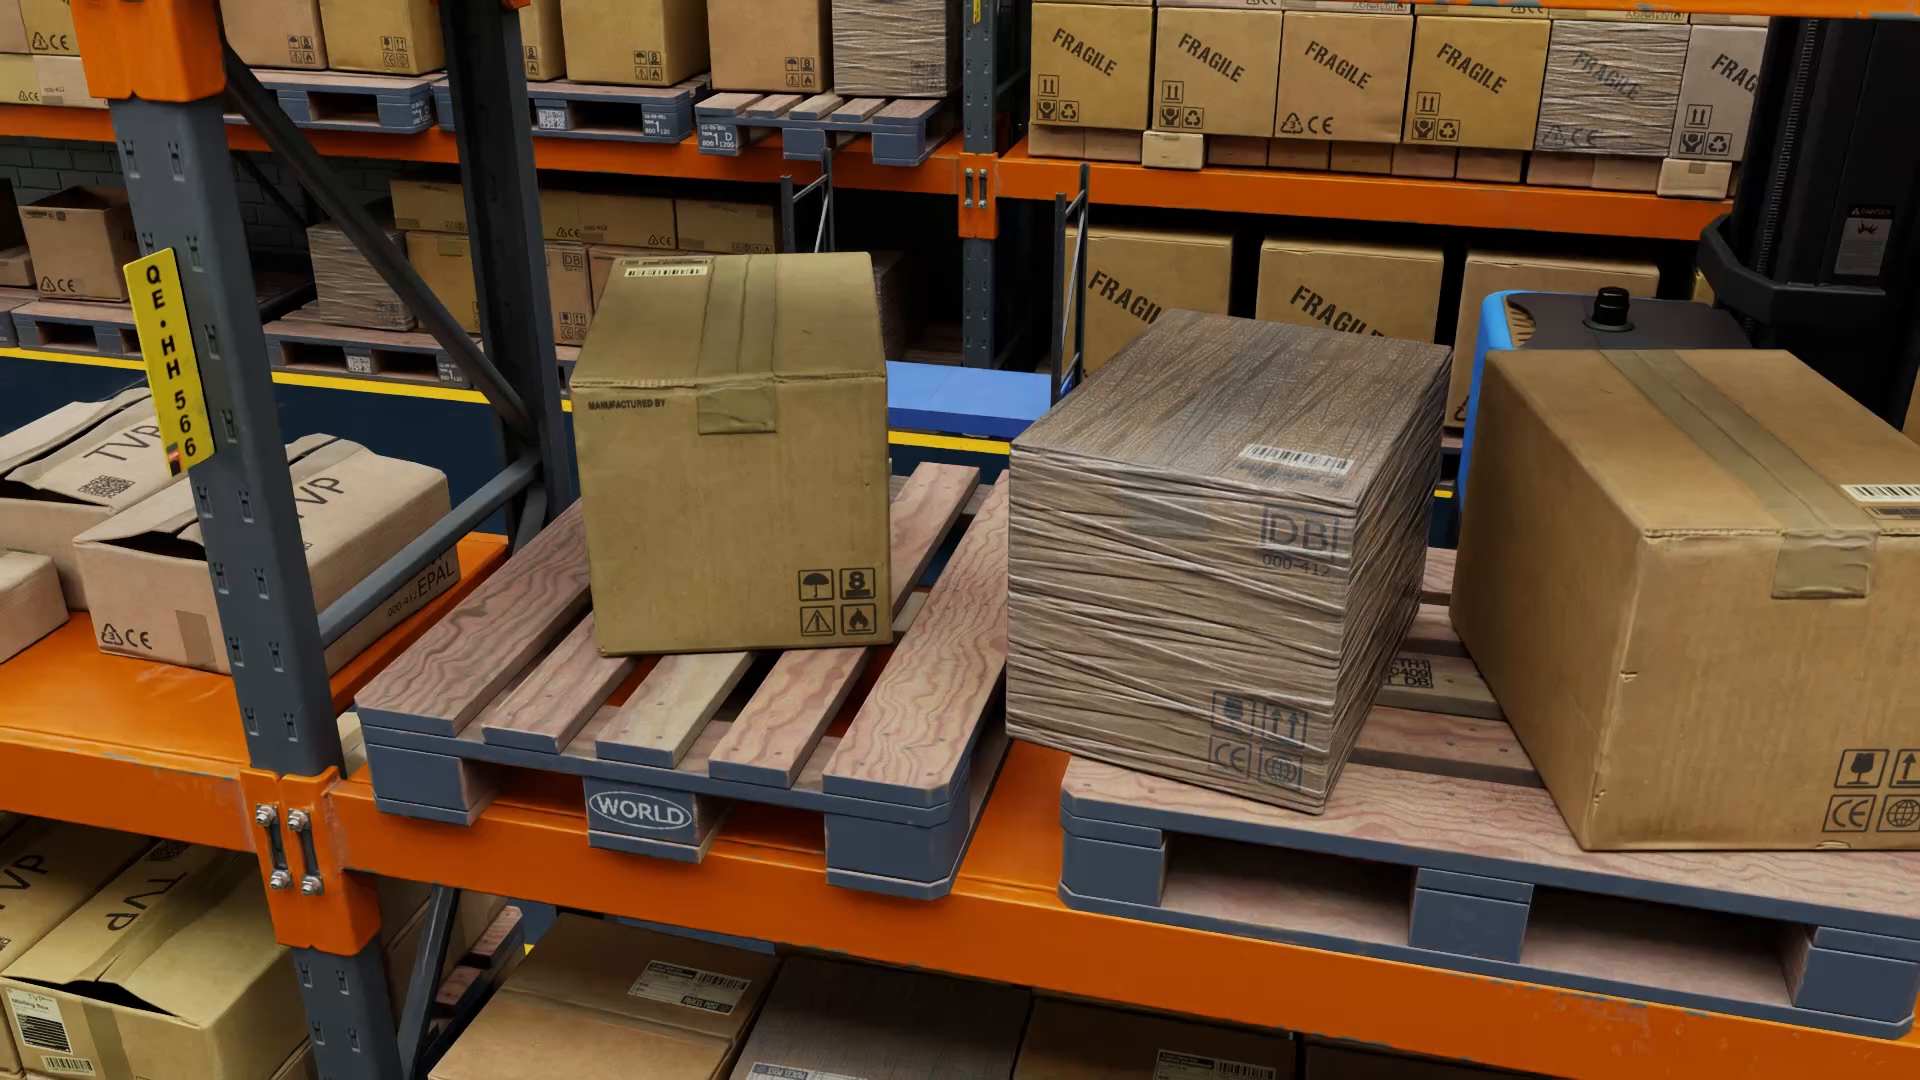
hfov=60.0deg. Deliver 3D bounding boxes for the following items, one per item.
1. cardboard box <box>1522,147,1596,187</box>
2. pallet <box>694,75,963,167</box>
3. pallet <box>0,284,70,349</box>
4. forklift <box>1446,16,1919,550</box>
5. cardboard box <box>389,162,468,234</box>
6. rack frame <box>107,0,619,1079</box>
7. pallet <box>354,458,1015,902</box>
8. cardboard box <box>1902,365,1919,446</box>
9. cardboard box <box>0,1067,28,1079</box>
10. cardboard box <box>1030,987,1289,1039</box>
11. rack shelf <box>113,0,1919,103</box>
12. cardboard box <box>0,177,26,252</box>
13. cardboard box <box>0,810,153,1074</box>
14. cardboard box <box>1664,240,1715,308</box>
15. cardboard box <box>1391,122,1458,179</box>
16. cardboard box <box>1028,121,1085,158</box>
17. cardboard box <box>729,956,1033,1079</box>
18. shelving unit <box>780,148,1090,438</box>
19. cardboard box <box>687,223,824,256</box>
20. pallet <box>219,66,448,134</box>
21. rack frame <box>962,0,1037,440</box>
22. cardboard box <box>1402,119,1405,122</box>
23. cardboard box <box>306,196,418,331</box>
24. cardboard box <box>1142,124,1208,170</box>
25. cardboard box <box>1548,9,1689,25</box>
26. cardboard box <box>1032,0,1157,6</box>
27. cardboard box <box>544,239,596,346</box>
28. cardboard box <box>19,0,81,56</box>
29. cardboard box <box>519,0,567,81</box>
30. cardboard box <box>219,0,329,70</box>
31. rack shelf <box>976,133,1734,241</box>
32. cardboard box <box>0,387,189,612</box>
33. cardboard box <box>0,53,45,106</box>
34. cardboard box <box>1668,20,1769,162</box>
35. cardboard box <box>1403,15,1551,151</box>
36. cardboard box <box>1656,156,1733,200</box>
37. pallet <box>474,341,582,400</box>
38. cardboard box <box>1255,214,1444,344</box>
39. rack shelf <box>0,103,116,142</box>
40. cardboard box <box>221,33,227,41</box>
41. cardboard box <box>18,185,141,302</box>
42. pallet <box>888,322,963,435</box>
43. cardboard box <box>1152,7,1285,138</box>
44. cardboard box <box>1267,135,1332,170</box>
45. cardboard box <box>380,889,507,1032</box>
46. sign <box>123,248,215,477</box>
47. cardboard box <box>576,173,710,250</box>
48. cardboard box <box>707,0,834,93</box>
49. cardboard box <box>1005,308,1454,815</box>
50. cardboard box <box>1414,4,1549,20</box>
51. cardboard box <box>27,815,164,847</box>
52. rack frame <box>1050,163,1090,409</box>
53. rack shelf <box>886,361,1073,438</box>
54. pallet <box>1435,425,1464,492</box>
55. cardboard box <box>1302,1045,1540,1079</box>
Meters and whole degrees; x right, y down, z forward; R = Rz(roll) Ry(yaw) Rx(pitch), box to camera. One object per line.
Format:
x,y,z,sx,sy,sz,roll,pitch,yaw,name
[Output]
2.454,-1.572,6.832,0.250,0.149,0.380,6,26,12,cardboard box
-0.519,-1.977,7.637,1.003,0.211,1.213,6,26,13,pallet
-5.521,-1.388,9.420,1.213,0.211,1.003,6,26,13,pallet
3.325,-0.961,5.359,3.031,2.935,1.130,6,26,11,forklift
-2.532,-1.751,8.463,0.500,0.250,0.500,6,26,12,cardboard box
-1.033,0.031,3.196,0.127,3.000,1.000,6,26,13,rack frame
-0.359,0.161,3.146,1.003,0.211,1.213,6,26,13,pallet
1.756,0.033,2.586,0.500,0.500,0.700,11,27,21,cardboard box
-2.103,1.074,3.715,0.500,0.250,0.500,6,26,12,cardboard box
0.433,1.018,3.517,0.500,0.500,0.500,5,26,11,cardboard box
0.904,-0.785,2.256,4.000,0.370,1.077,6,26,13,rack shelf
-5.653,-1.687,9.199,0.500,0.500,0.700,5,26,10,cardboard box
-2.106,0.823,3.590,0.500,0.311,0.500,6,26,12,cardboard box
3.410,-0.838,7.034,0.750,0.750,0.750,7,26,14,cardboard box
1.947,-1.636,6.967,0.250,0.149,0.380,6,26,13,cardboard box
0.459,-1.796,7.302,0.250,0.149,0.380,6,26,12,cardboard box
-0.155,1.182,3.174,0.500,0.500,0.500,5,26,11,cardboard box
-0.083,-0.686,6.447,1.048,1.500,0.538,6,26,13,shelving unit
-0.983,-1.261,8.305,0.500,0.500,0.700,6,26,13,cardboard box
-2.973,-2.231,8.170,1.213,0.211,1.003,6,26,13,pallet
0.197,-2.032,7.529,0.127,3.000,1.000,6,26,13,rack frame
2.077,-1.844,7.403,0.250,0.149,0.380,6,26,12,cardboard box
-2.960,-1.458,8.720,0.500,0.500,0.700,7,26,15,cardboard box
0.937,-1.702,7.104,0.250,0.149,0.380,7,26,15,cardboard box
2.569,-2.188,6.498,0.500,0.250,0.500,7,26,14,cardboard box
0.601,-2.400,6.944,0.500,0.250,0.500,7,26,14,cardboard box
-1.962,-1.353,8.498,0.500,0.500,0.700,7,26,14,cardboard box
-4.211,-2.662,8.131,0.500,0.500,0.500,6,26,13,cardboard box
-2.007,-2.515,7.915,0.500,0.500,0.700,10,27,20,cardboard box
-3.192,-2.635,8.168,0.500,0.500,0.700,6,26,13,cardboard box
2.134,-1.493,7.234,4.000,0.370,1.077,6,26,13,rack shelf
-1.851,-0.106,3.586,0.500,0.311,0.500,6,26,12,cardboard box
-4.691,-2.383,8.417,0.500,0.250,0.500,6,26,13,cardboard box
3.065,-1.787,6.529,0.500,0.500,0.500,7,26,13,cardboard box
2.096,-1.896,6.757,0.500,0.500,0.500,7,26,14,cardboard box
2.913,-1.485,6.649,0.250,0.149,0.380,6,26,13,cardboard box
-1.737,-0.989,8.581,1.213,0.211,1.003,6,26,13,pallet
1.724,-1.021,7.418,0.750,0.750,0.750,6,26,13,cardboard box
-5.614,-2.350,9.033,4.000,0.370,1.077,6,26,13,rack shelf
-4.078,-2.541,8.749,0.500,0.250,0.500,7,26,14,cardboard box
-4.692,-1.625,9.070,0.500,0.500,0.500,4,26,9,cardboard box
-0.559,-0.857,8.305,1.213,0.211,1.003,6,26,13,pallet
1.109,-2.002,6.980,0.500,0.500,0.500,7,26,15,cardboard box
1.465,-1.702,7.104,0.250,0.149,0.380,7,26,14,cardboard box
-1.467,0.904,4.072,0.500,0.250,0.500,6,26,13,cardboard box
-1.168,-0.261,2.461,0.005,0.325,0.100,6,26,13,sign
-1.549,-1.636,8.221,0.500,0.250,0.500,6,26,13,cardboard box
-0.808,-2.371,7.612,0.500,0.500,0.700,4,26,8,cardboard box
0.444,-0.006,2.669,0.500,0.500,0.700,11,28,23,cardboard box
2.075,-2.242,6.612,0.500,0.250,0.500,6,26,12,cardboard box
-1.978,0.598,4.062,0.500,0.311,0.500,6,26,12,cardboard box
0.410,-0.632,6.332,0.032,1.500,0.500,6,26,13,rack frame
-0.083,-0.524,6.524,1.000,0.185,0.538,6,26,13,rack shelf
2.120,-0.526,7.609,1.213,0.211,1.003,6,26,13,pallet
0.837,1.291,2.944,0.500,0.500,0.500,5,26,11,cardboard box
